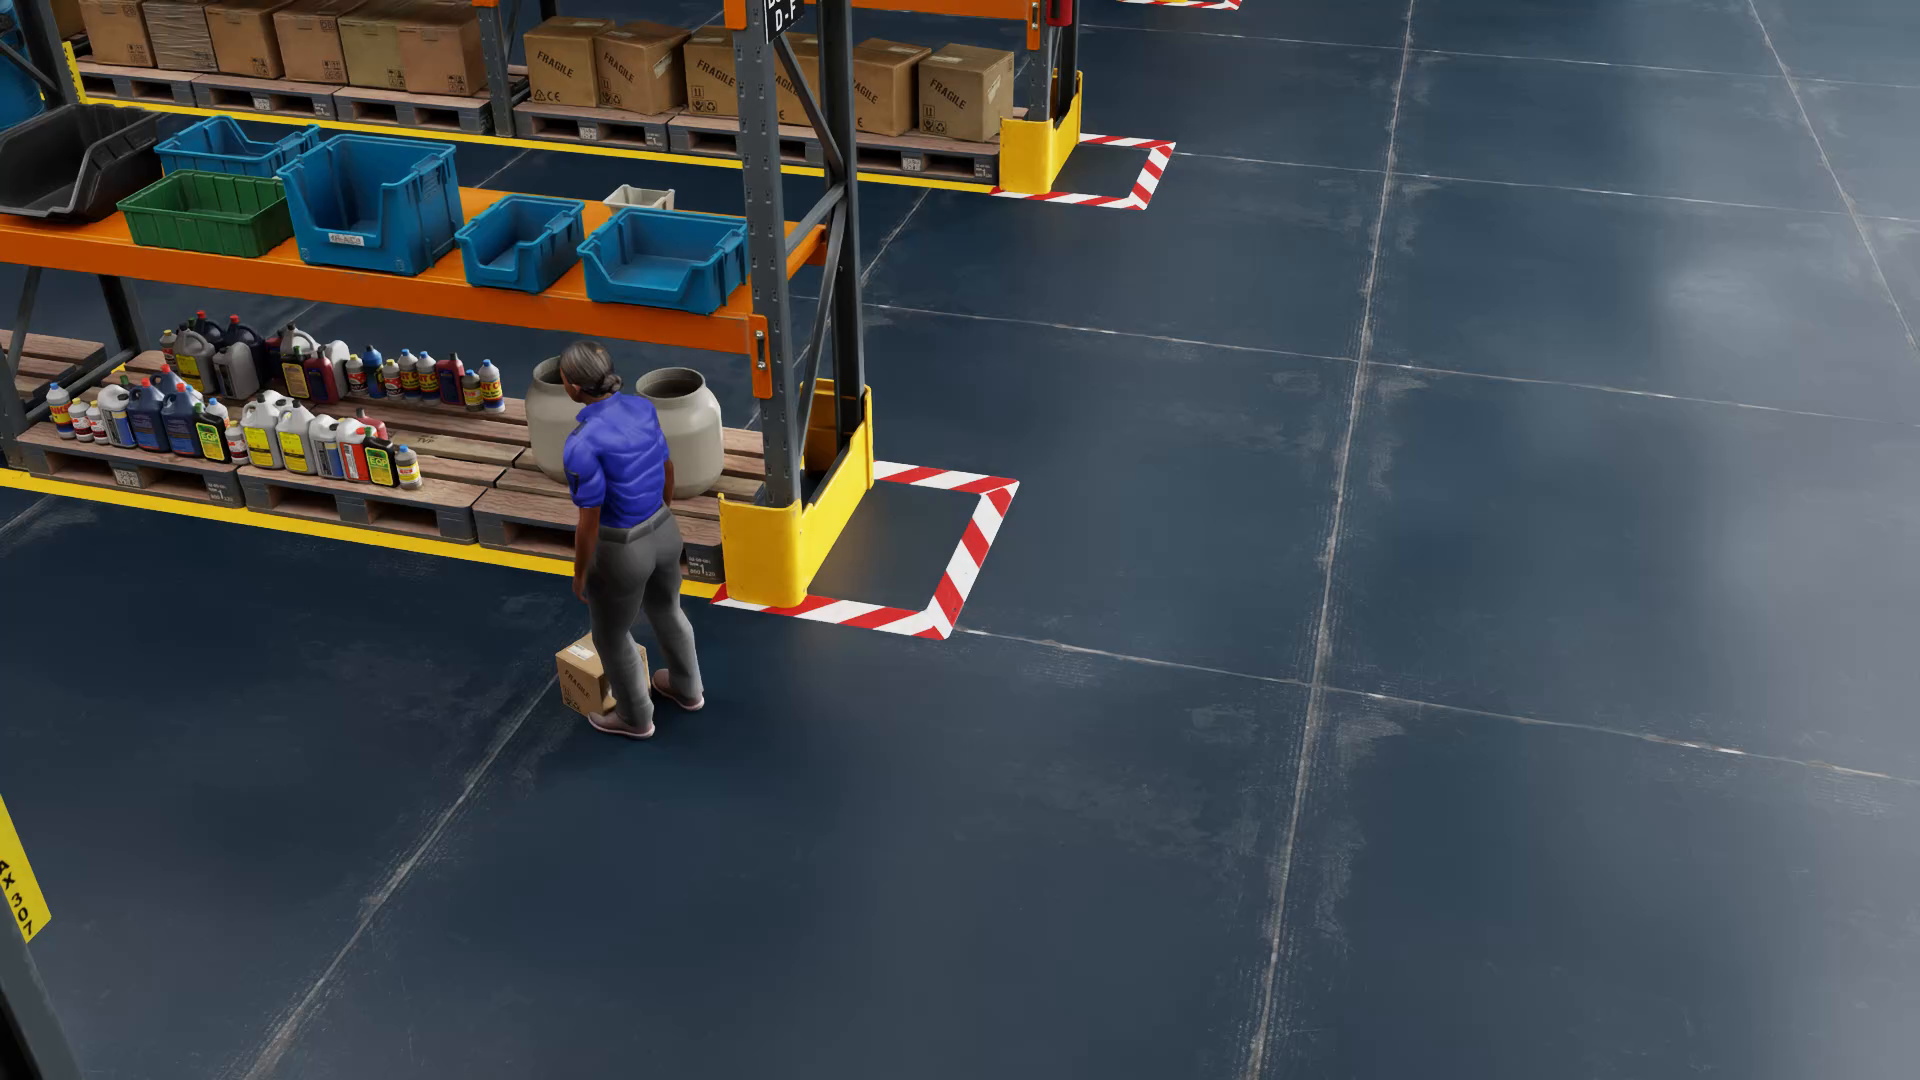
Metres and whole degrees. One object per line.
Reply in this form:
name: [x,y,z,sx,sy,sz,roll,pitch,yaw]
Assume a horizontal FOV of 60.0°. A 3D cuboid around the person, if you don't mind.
person: [-1.237,0.014,6.122,0.394,1.655,0.527,19,38,27]
